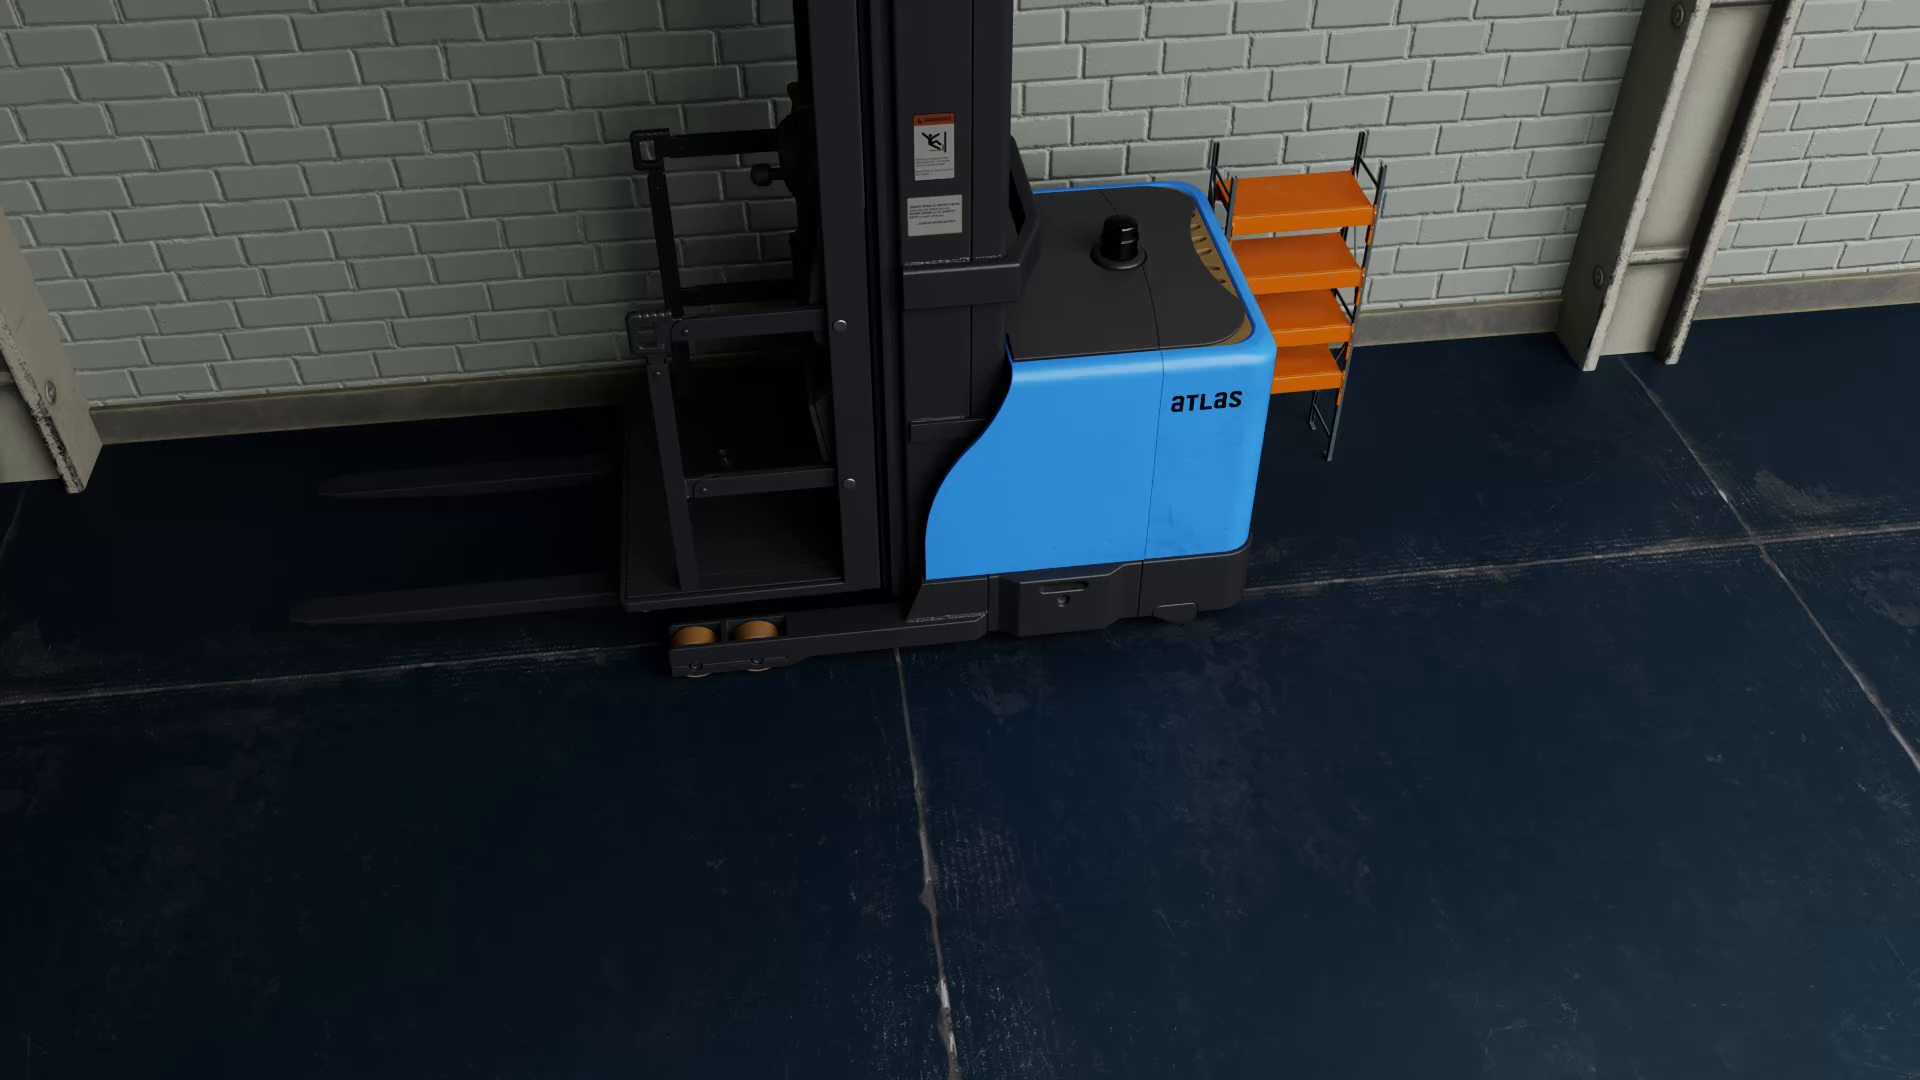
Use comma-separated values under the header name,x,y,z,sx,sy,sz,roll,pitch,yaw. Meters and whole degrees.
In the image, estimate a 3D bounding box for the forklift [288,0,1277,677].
name,x,y,z,sx,sy,sz,roll,pitch,yaw
forklift,-0.624,-1.032,4.706,3.031,2.935,1.130,-5,42,-6

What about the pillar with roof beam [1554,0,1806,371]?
name,x,y,z,sx,sy,sz,roll,pitch,yaw
pillar with roof beam,3.158,-1.260,0.429,0.400,9.000,9.100,-5,42,-6

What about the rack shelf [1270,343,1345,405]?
name,x,y,z,sx,sy,sz,roll,pitch,yaw
rack shelf,1.089,-0.592,5.908,0.480,0.148,0.258,-5,42,-6

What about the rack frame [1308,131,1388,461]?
name,x,y,z,sx,sy,sz,roll,pitch,yaw
rack frame,1.331,-0.813,5.755,0.015,1.200,0.240,-5,42,-6

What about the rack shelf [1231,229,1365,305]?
name,x,y,z,sx,sy,sz,roll,pitch,yaw
rack shelf,1.089,-0.906,5.625,0.480,0.148,0.258,-5,42,-6

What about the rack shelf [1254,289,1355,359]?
name,x,y,z,sx,sy,sz,roll,pitch,yaw
rack shelf,1.089,-0.740,5.775,0.480,0.148,0.258,-5,42,-6

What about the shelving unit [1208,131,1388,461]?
name,x,y,z,sx,sy,sz,roll,pitch,yaw
shelving unit,1.089,-0.790,5.730,0.503,1.200,0.258,-5,42,-6

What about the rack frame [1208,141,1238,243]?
name,x,y,z,sx,sy,sz,roll,pitch,yaw
rack frame,0.847,-0.767,5.704,0.015,1.200,0.240,-5,42,-6

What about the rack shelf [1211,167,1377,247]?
name,x,y,z,sx,sy,sz,roll,pitch,yaw
rack shelf,1.089,-1.082,5.467,0.480,0.148,0.258,-5,42,-6
